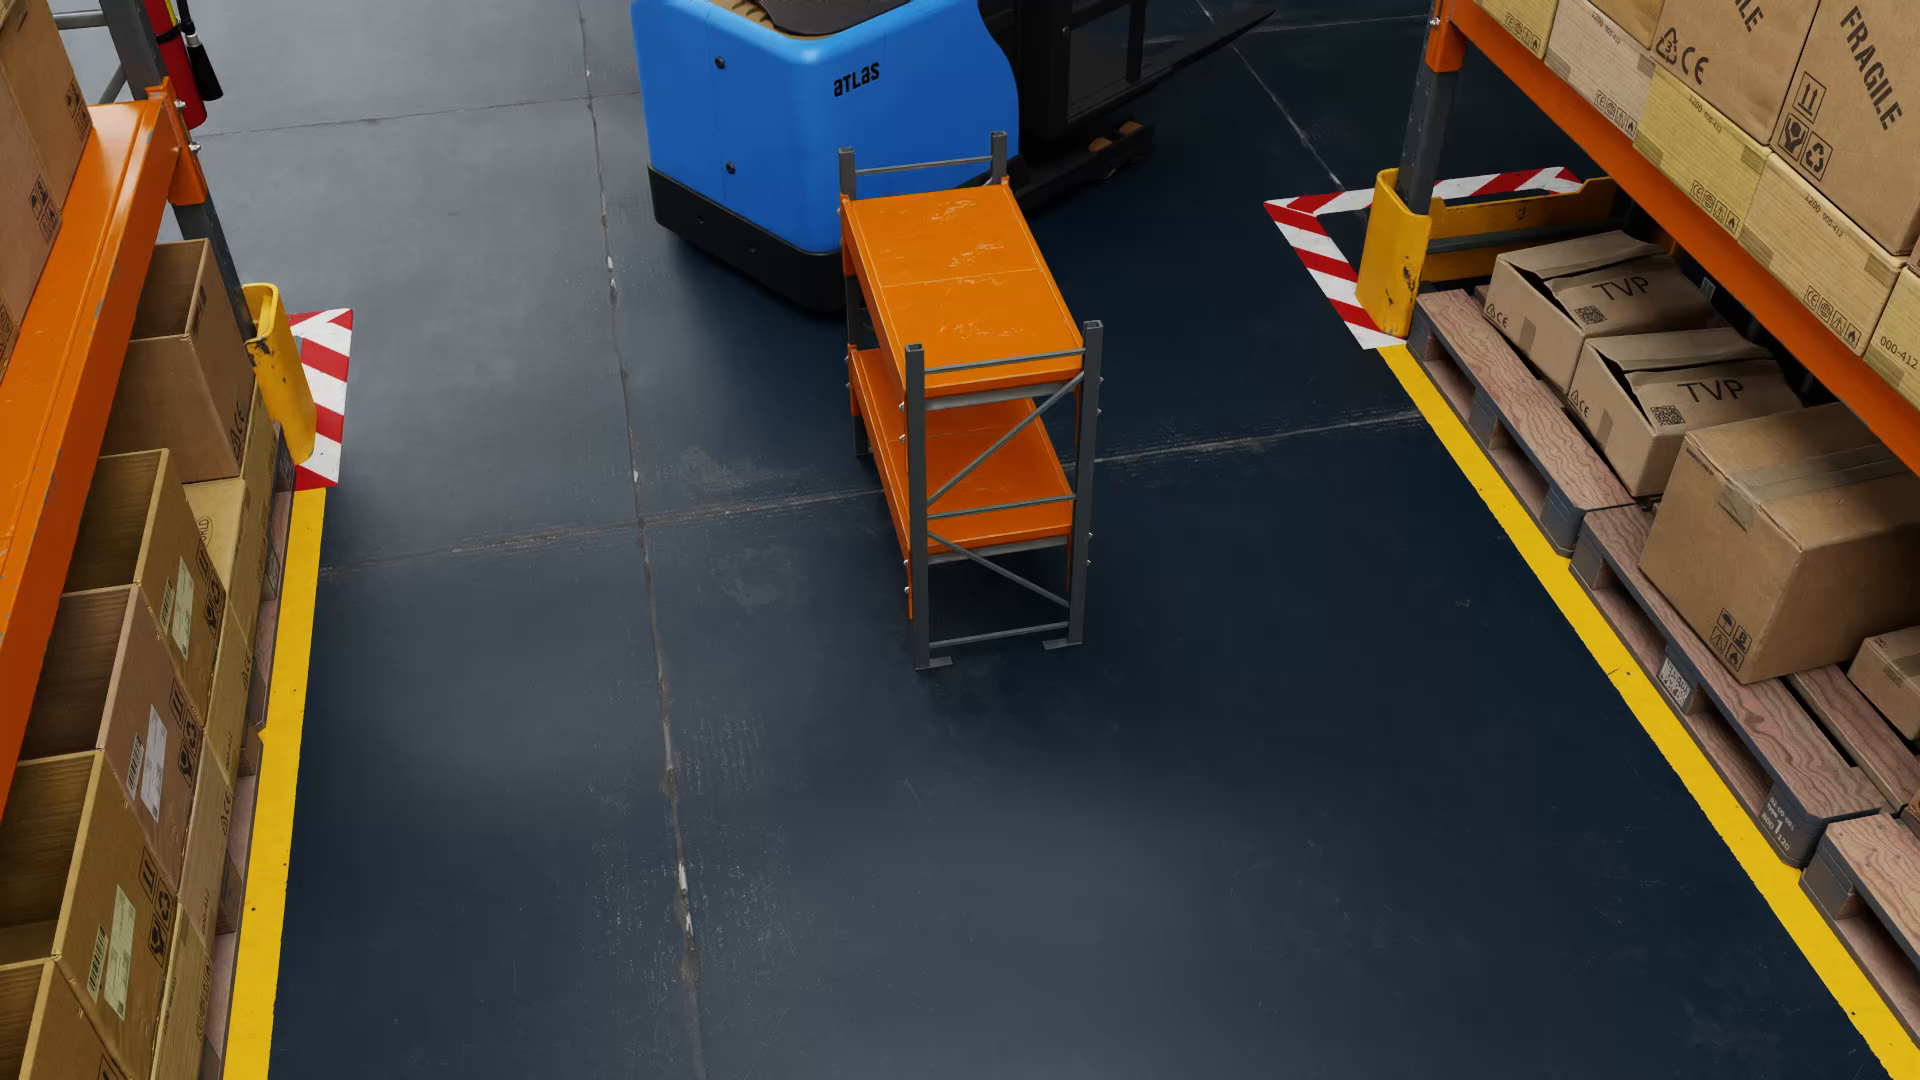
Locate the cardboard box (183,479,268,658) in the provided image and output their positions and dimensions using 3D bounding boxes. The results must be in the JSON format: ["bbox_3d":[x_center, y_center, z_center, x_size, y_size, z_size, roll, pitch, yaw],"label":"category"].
[{"bbox_3d":[-2.238,0.111,4.620,0.500,0.250,0.500,-8,42,-9],"label":"cardboard box"}]

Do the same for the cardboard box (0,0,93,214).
[{"bbox_3d":[-2.673,-1.121,4.178,0.700,0.500,0.500,-8,42,-9],"label":"cardboard box"}]

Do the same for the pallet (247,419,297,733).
[{"bbox_3d":[-2.556,0.144,4.928,1.003,0.211,1.213,-8,42,-9],"label":"pallet"}]

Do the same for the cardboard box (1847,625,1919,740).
[{"bbox_3d":[2.612,0.355,4.407,0.380,0.149,0.250,-12,43,-13],"label":"cardboard box"}]

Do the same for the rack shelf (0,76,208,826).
[{"bbox_3d":[-2.330,0.177,3.332,1.077,0.370,4.000,-8,42,-9],"label":"rack shelf"}]

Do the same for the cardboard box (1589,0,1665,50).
[{"bbox_3d":[1.981,-1.658,4.391,0.500,0.500,0.500,-8,42,-9],"label":"cardboard box"}]

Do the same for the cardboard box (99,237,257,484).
[{"bbox_3d":[-2.355,-0.492,4.735,0.500,0.500,0.500,-8,42,-9],"label":"cardboard box"}]

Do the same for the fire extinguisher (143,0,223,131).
[{"bbox_3d":[-2.333,-1.502,4.741,0.296,0.674,0.183,-8,42,-9],"label":"fire extinguisher"}]

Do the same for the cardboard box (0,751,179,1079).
[{"bbox_3d":[-1.908,0.802,3.277,0.500,0.500,0.500,-8,42,-9],"label":"cardboard box"}]

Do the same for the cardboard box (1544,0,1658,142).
[{"bbox_3d":[1.996,-1.355,4.615,0.500,0.250,0.500,-10,42,-11],"label":"cardboard box"}]

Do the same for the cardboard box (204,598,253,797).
[{"bbox_3d":[-2.128,0.435,4.256,0.500,0.250,0.500,-8,42,-9],"label":"cardboard box"}]

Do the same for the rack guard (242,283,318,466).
[{"bbox_3d":[-2.767,-0.469,5.401,1.175,0.500,0.348,-8,42,-9],"label":"rack guard"}]

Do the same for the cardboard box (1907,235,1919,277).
[{"bbox_3d":[2.322,-0.652,3.258,0.500,0.500,0.500,-9,42,-11],"label":"cardboard box"}]

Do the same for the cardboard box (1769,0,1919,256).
[{"bbox_3d":[2.210,-0.989,3.638,0.500,0.500,0.500,-7,42,-8],"label":"cardboard box"}]

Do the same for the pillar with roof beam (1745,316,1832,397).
[{"bbox_3d":[-1.133,-3.397,2.298,9.100,9.000,0.400,-8,42,-9],"label":"pillar with roof beam"}]

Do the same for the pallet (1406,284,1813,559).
[{"bbox_3d":[2.232,-0.476,5.628,1.003,0.211,1.213,-8,42,-9],"label":"pallet"}]

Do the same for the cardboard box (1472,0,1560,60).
[{"bbox_3d":[1.870,-1.690,4.992,0.500,0.250,0.500,-9,42,-11],"label":"cardboard box"}]

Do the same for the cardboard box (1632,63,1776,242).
[{"bbox_3d":[2.100,-1.024,4.242,0.500,0.250,0.500,-9,42,-10],"label":"cardboard box"}]

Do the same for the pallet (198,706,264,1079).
[{"bbox_3d":[-2.296,0.934,4.039,1.003,0.211,1.213,-8,42,-9],"label":"pallet"}]

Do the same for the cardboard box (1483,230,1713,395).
[{"bbox_3d":[2.136,-0.798,5.583,0.500,0.311,0.500,-13,43,-14],"label":"cardboard box"}]

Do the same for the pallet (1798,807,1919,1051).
[{"bbox_3d":[2.759,1.105,3.846,1.003,0.211,1.213,-8,42,-9],"label":"pallet"}]

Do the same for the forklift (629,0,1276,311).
[{"bbox_3d":[0.172,-2.816,6.214,1.130,2.935,3.031,32,51,31],"label":"forklift"}]

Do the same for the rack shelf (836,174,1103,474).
[{"bbox_3d":[0.001,-0.635,4.677,0.538,0.278,1.000,-8,42,-9],"label":"rack shelf"}]

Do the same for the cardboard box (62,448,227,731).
[{"bbox_3d":[-2.125,0.154,4.007,0.500,0.500,0.500,-8,42,-9],"label":"cardboard box"}]

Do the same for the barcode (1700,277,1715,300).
[{"bbox_3d":[2.531,-0.847,5.632,0.001,0.075,0.075,-8,42,-9],"label":"barcode"}]

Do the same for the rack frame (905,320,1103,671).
[{"bbox_3d":[0.111,-0.087,4.500,0.500,1.125,0.032,-8,42,-9],"label":"rack frame"}]

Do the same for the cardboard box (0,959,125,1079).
[{"bbox_3d":[-1.808,1.127,2.911,0.500,0.500,0.500,-8,42,-9],"label":"cardboard box"}]

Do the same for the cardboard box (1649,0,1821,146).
[{"bbox_3d":[2.087,-1.322,4.013,0.500,0.500,0.500,-10,42,-11],"label":"cardboard box"}]

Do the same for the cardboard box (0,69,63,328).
[{"bbox_3d":[-2.555,-0.781,3.795,0.700,0.500,0.500,-7,42,-8],"label":"cardboard box"}]

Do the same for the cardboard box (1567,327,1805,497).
[{"bbox_3d":[2.259,-0.428,5.167,0.500,0.311,0.500,-5,42,-6],"label":"cardboard box"}]

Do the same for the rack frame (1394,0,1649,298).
[{"bbox_3d":[2.075,-2.100,5.356,1.000,3.000,0.127,-8,42,-9],"label":"rack frame"}]

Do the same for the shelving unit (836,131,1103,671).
[{"bbox_3d":[0.001,-0.416,4.872,0.538,1.125,1.048,-8,42,-9],"label":"shelving unit"}]

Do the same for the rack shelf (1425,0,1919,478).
[{"bbox_3d":[2.506,-0.535,4.135,1.077,0.370,4.000,-8,42,-9],"label":"rack shelf"}]

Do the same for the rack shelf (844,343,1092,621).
[{"bbox_3d":[0.001,-0.233,5.034,0.538,0.278,1.000,-8,42,-9],"label":"rack shelf"}]

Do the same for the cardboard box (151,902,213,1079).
[{"bbox_3d":[-1.908,1.082,3.526,0.500,0.250,0.500,-8,42,-9],"label":"cardboard box"}]

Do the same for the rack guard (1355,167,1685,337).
[{"bbox_3d":[2.091,-1.116,6.131,1.175,0.500,0.348,-8,42,-9],"label":"rack guard"}]

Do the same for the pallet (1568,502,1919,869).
[{"bbox_3d":[2.492,0.313,4.739,1.003,0.211,1.213,-8,42,-9],"label":"pallet"}]

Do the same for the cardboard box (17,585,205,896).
[{"bbox_3d":[-2.018,0.478,3.642,0.500,0.500,0.500,-8,42,-9],"label":"cardboard box"}]

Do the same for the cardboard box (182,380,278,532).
[{"bbox_3d":[-2.357,-0.211,4.984,0.500,0.250,0.500,-8,42,-9],"label":"cardboard box"}]

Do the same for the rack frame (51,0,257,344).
[{"bbox_3d":[-2.762,-1.388,4.554,1.000,3.000,0.127,-8,42,-9],"label":"rack frame"}]

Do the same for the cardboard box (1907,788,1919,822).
[{"bbox_3d":[2.675,0.596,3.871,0.500,0.500,0.500,-11,43,-12],"label":"cardboard box"}]

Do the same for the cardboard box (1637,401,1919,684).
[{"bbox_3d":[2.369,-0.016,4.560,0.700,0.500,0.500,-11,43,-12],"label":"cardboard box"}]

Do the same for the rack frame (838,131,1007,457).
[{"bbox_3d":[-0.108,-0.746,5.243,0.500,1.125,0.032,-8,42,-9],"label":"rack frame"}]

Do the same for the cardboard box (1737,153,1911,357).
[{"bbox_3d":[2.207,-0.696,3.873,0.500,0.250,0.500,-8,42,-9],"label":"cardboard box"}]

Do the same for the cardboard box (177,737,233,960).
[{"bbox_3d":[-2.022,0.759,3.890,0.500,0.250,0.500,-8,42,-9],"label":"cardboard box"}]

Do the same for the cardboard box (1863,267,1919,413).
[{"bbox_3d":[2.317,-0.370,3.506,0.500,0.250,0.500,-9,42,-10],"label":"cardboard box"}]

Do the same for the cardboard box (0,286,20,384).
[{"bbox_3d":[-2.454,-0.459,3.432,0.700,0.500,0.500,-8,42,-9],"label":"cardboard box"}]
